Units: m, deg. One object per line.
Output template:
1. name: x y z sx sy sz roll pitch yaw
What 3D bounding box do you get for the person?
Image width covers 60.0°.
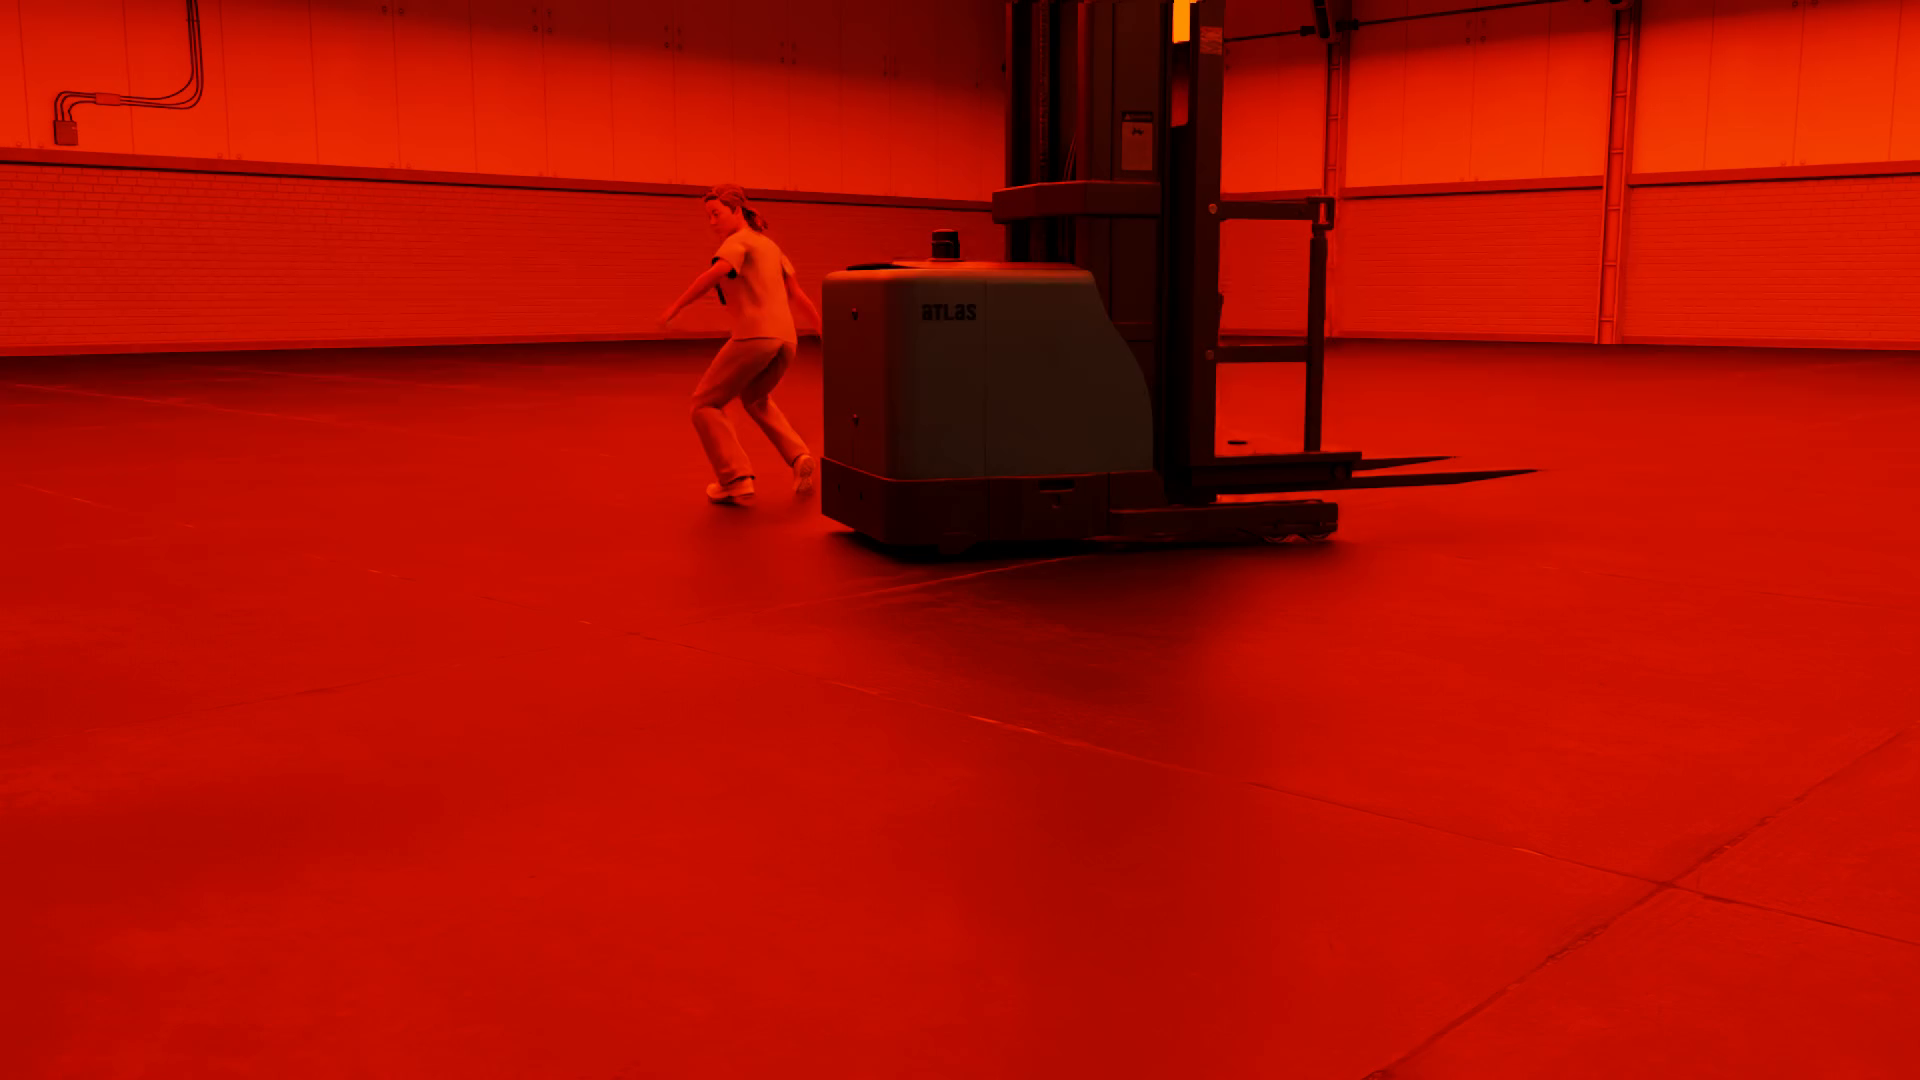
1. person: -0.993 -0.928 8.074 0.498 1.581 0.909 5 10 29

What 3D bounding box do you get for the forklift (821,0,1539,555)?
1. forklift: 0.991 -1.504 6.859 3.031 2.935 1.130 -3 9 -20
